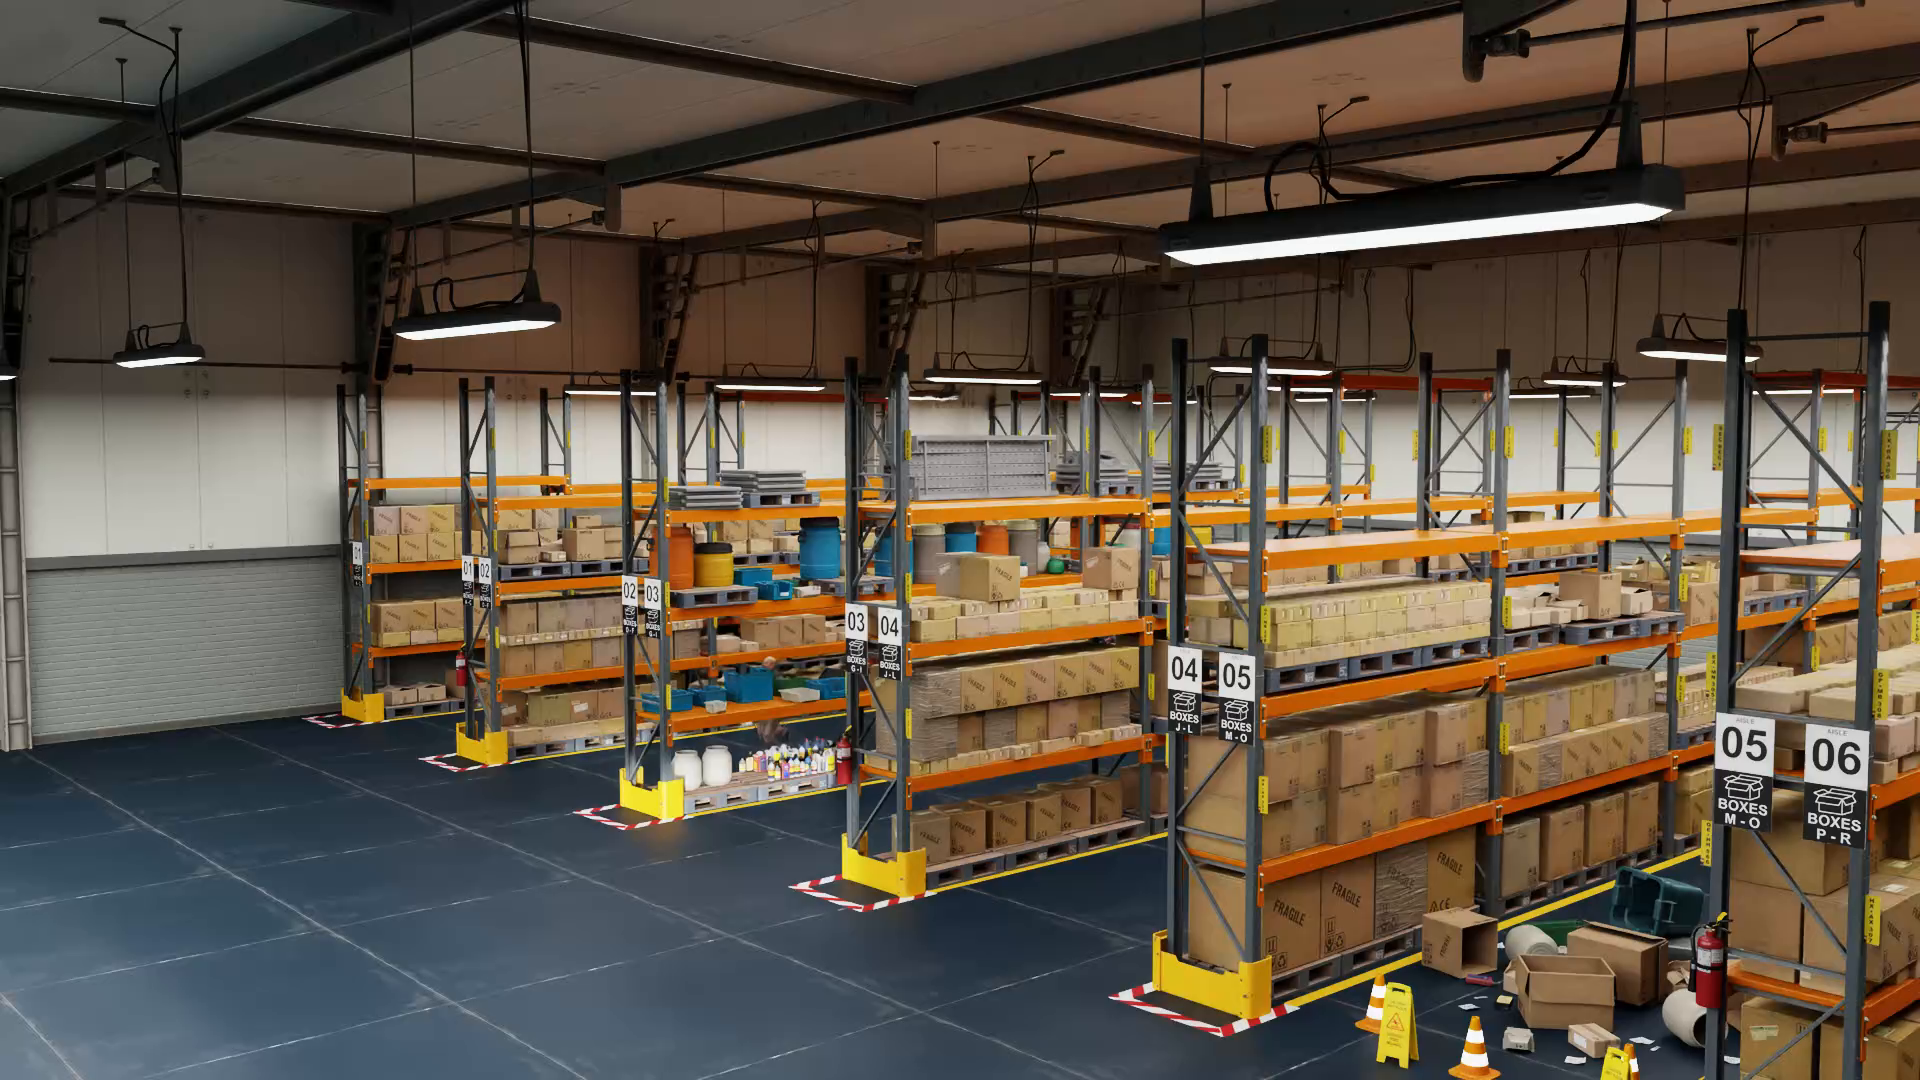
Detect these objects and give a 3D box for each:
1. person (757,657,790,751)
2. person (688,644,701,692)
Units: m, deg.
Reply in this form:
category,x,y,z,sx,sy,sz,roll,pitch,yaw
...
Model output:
category,x,y,z,sx,sy,sz,roll,pitch,yaw
person,-2.924,2.645,25.954,0.683,1.678,0.693,-3,5,-43
person,-4.937,2.376,30.821,0.540,1.562,0.552,4,5,44
